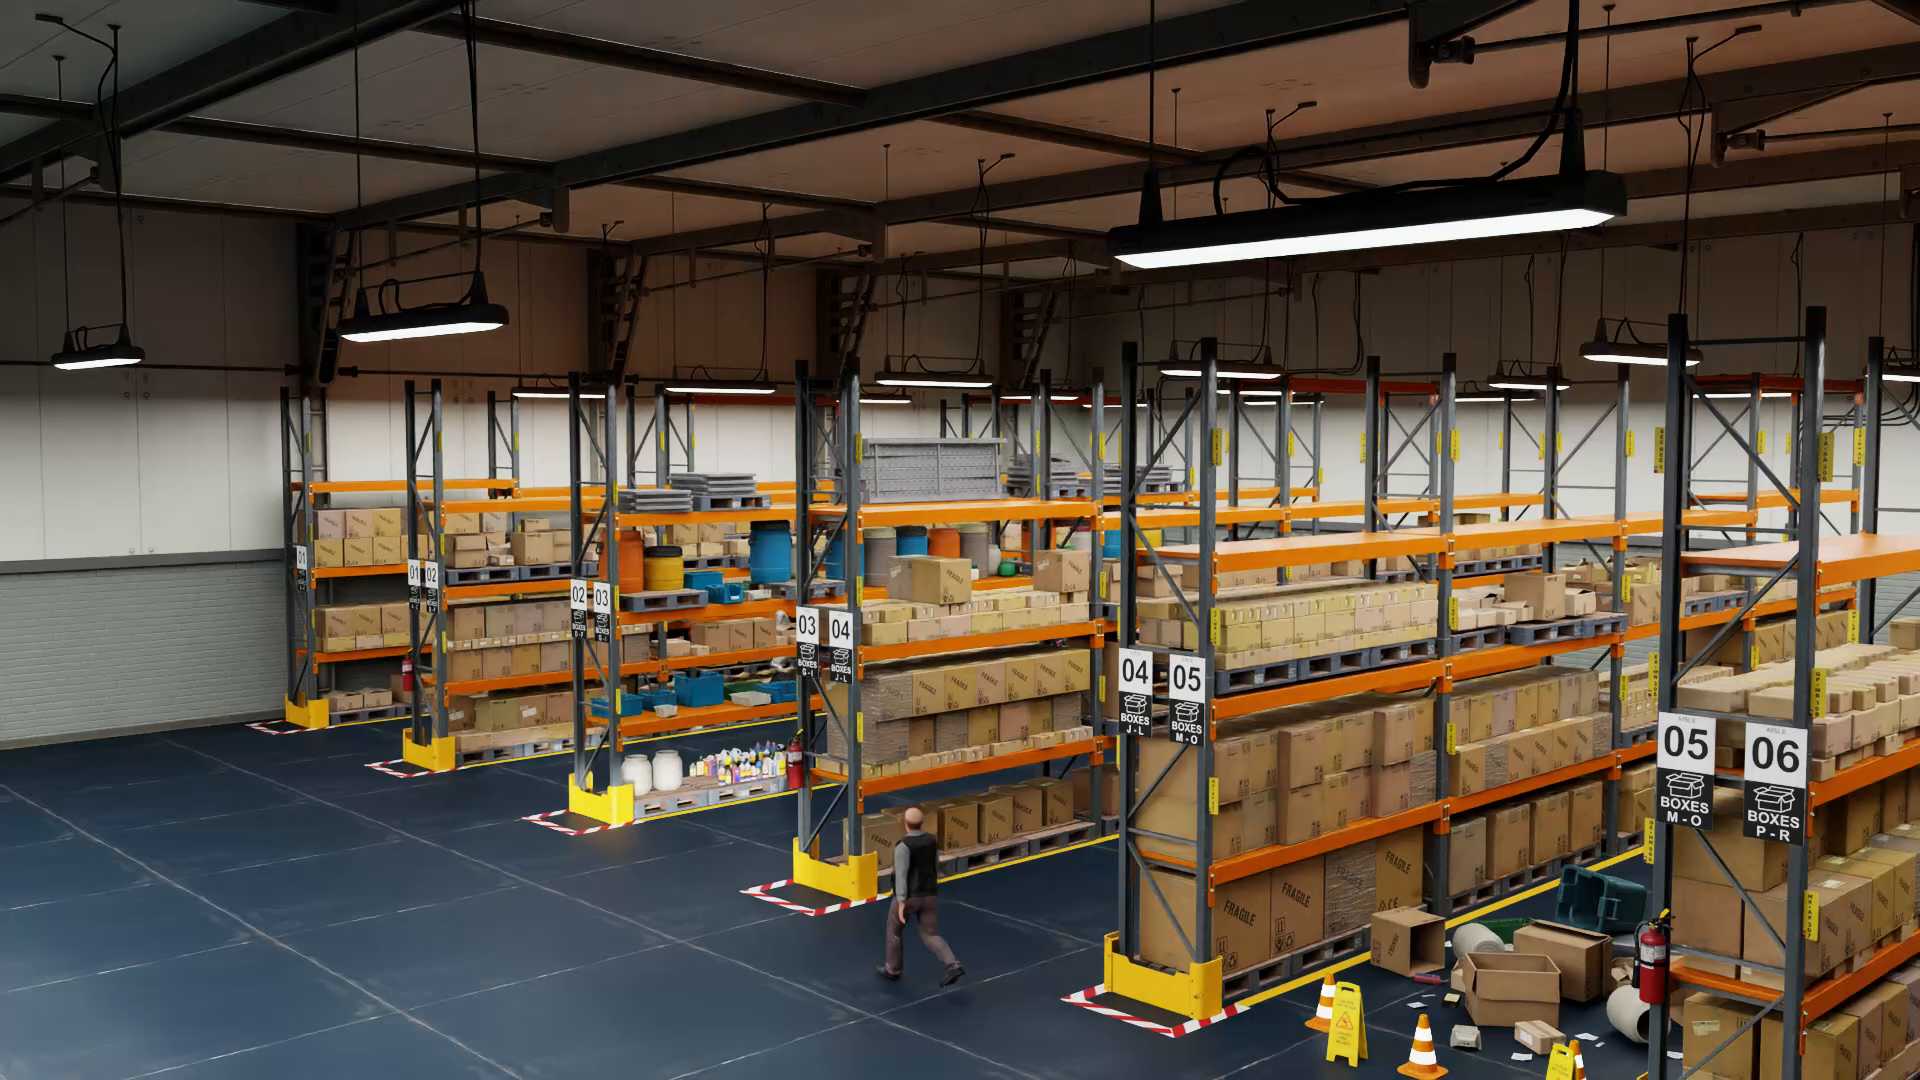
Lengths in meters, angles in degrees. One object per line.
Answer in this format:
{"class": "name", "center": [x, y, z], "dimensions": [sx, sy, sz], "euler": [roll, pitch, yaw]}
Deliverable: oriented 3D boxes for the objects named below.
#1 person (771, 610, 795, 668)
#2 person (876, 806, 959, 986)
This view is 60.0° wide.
{"class": "person", "center": [-3.704, 1.930, 34.892], "dimensions": [0.574, 1.592, 0.472], "euler": [-2, 4, -26]}
{"class": "person", "center": [-0.417, 3.329, 15.558], "dimensions": [0.590, 1.675, 0.956], "euler": [-3, 5, -39]}
